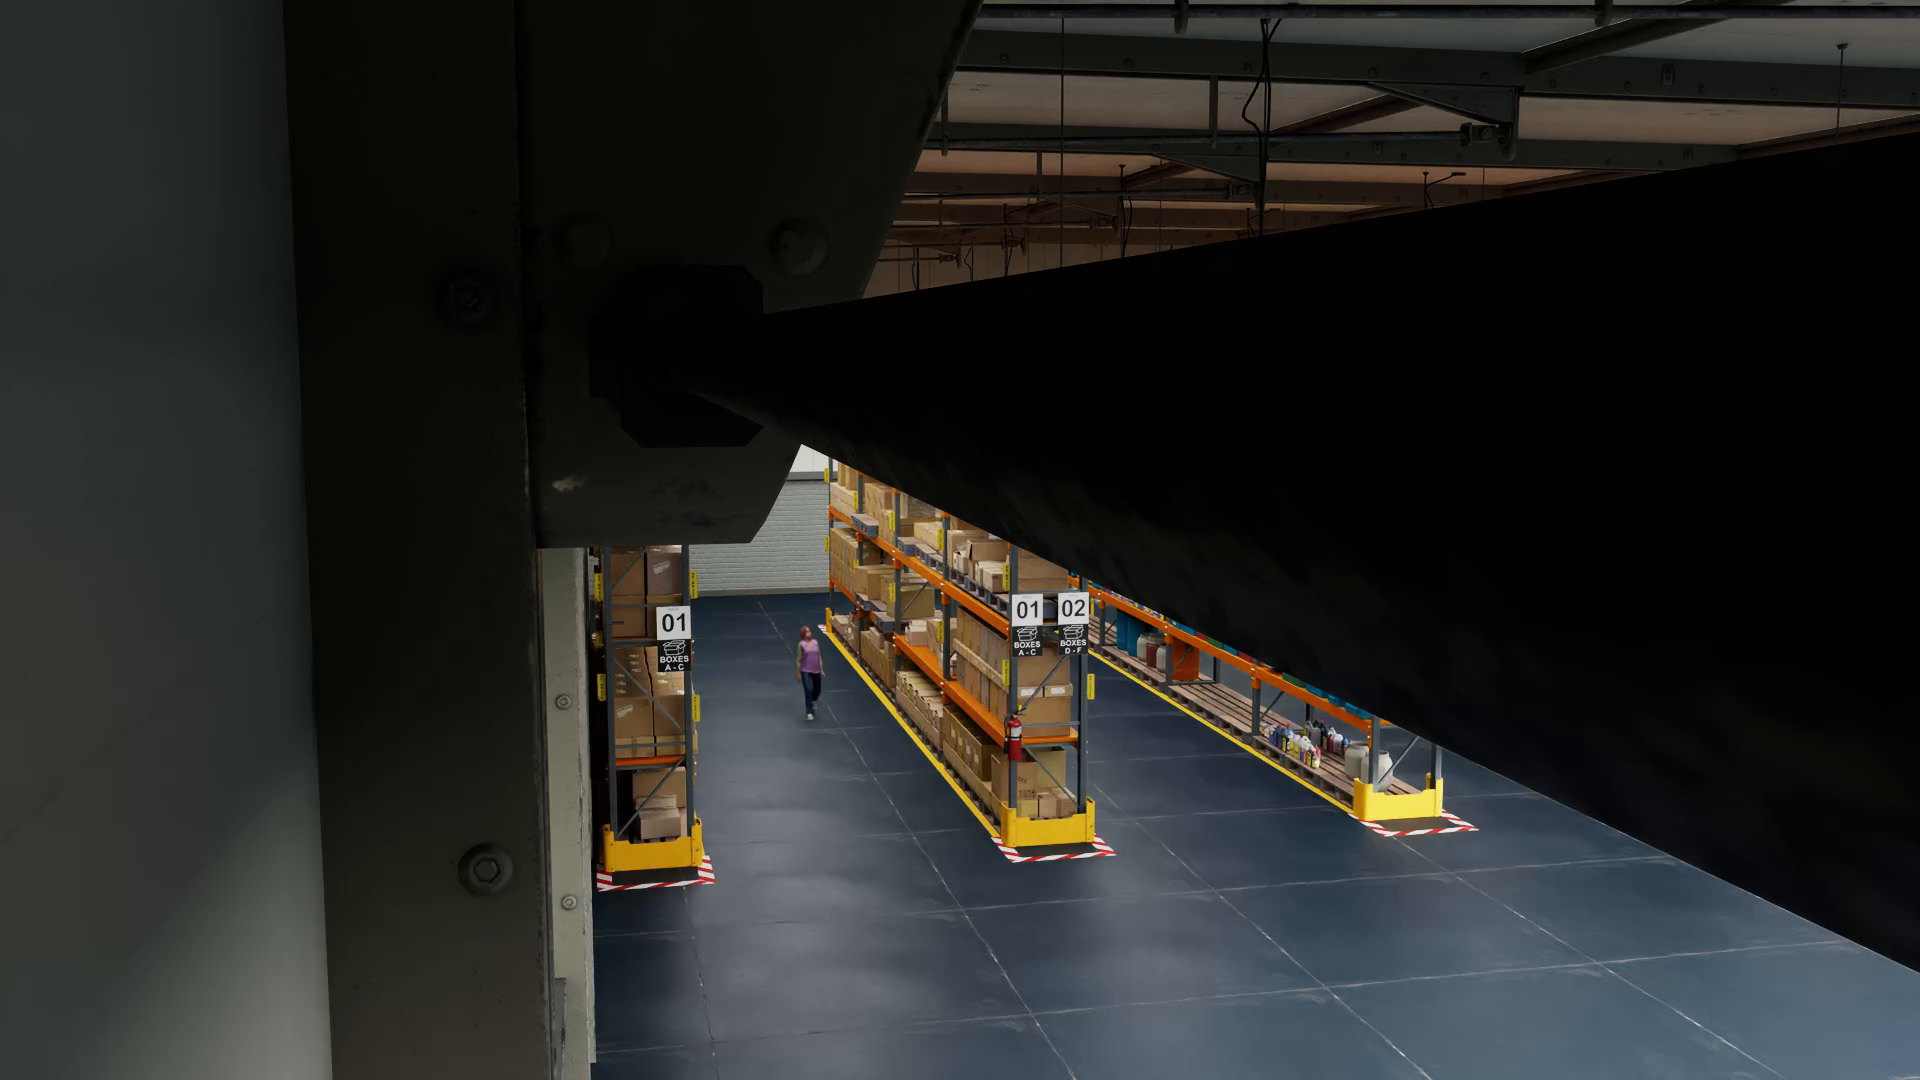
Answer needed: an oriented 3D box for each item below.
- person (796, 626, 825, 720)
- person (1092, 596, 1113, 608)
[{"bbox_3d":[-2.544,2.222,28.121,0.479,1.537,0.796,-2,7,-17],"label":"person"},{"bbox_3d":[3.389,0.715,39.850,0.568,1.803,0.559,-3,7,-24],"label":"person"}]
